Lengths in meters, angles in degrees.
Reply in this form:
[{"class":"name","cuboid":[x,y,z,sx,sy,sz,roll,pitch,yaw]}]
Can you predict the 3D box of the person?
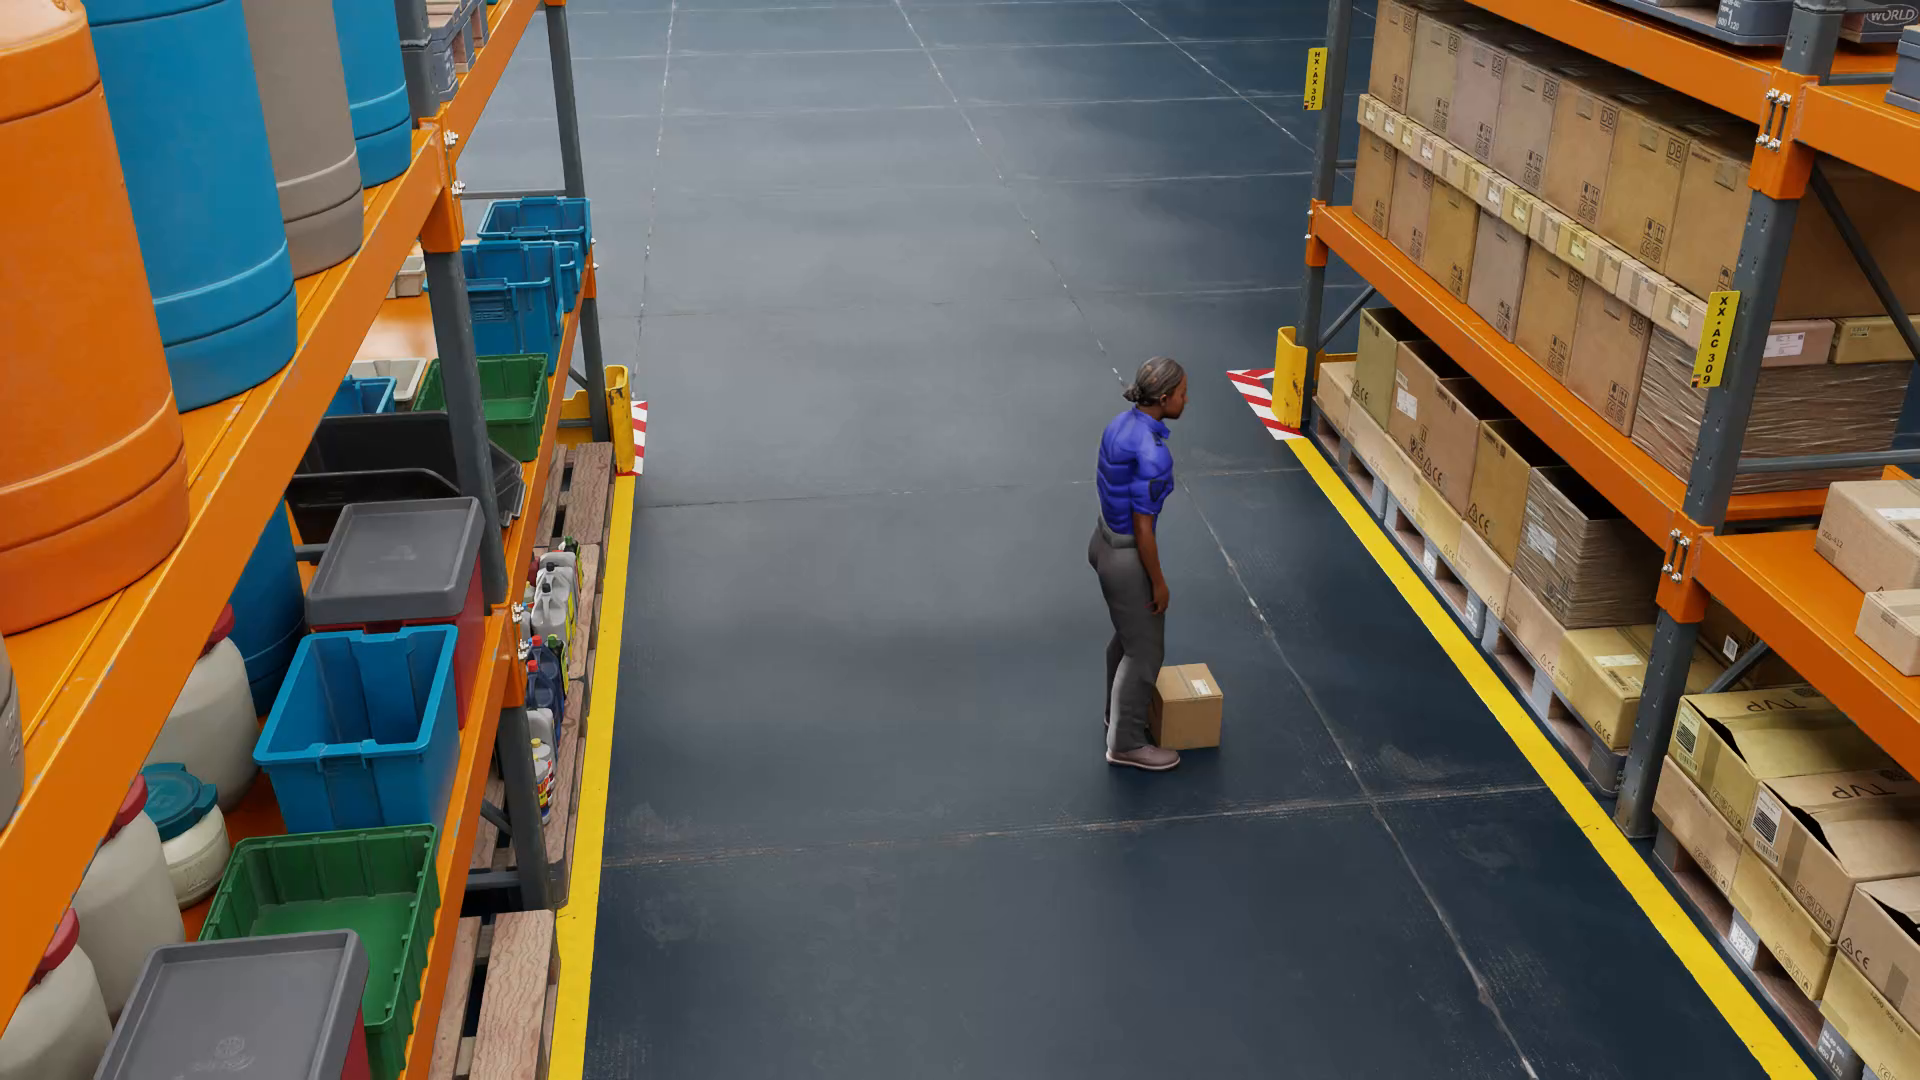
[{"class":"person","cuboid":[0.709,0.078,6.472,0.393,1.655,0.523,-4,28,-9]}]
